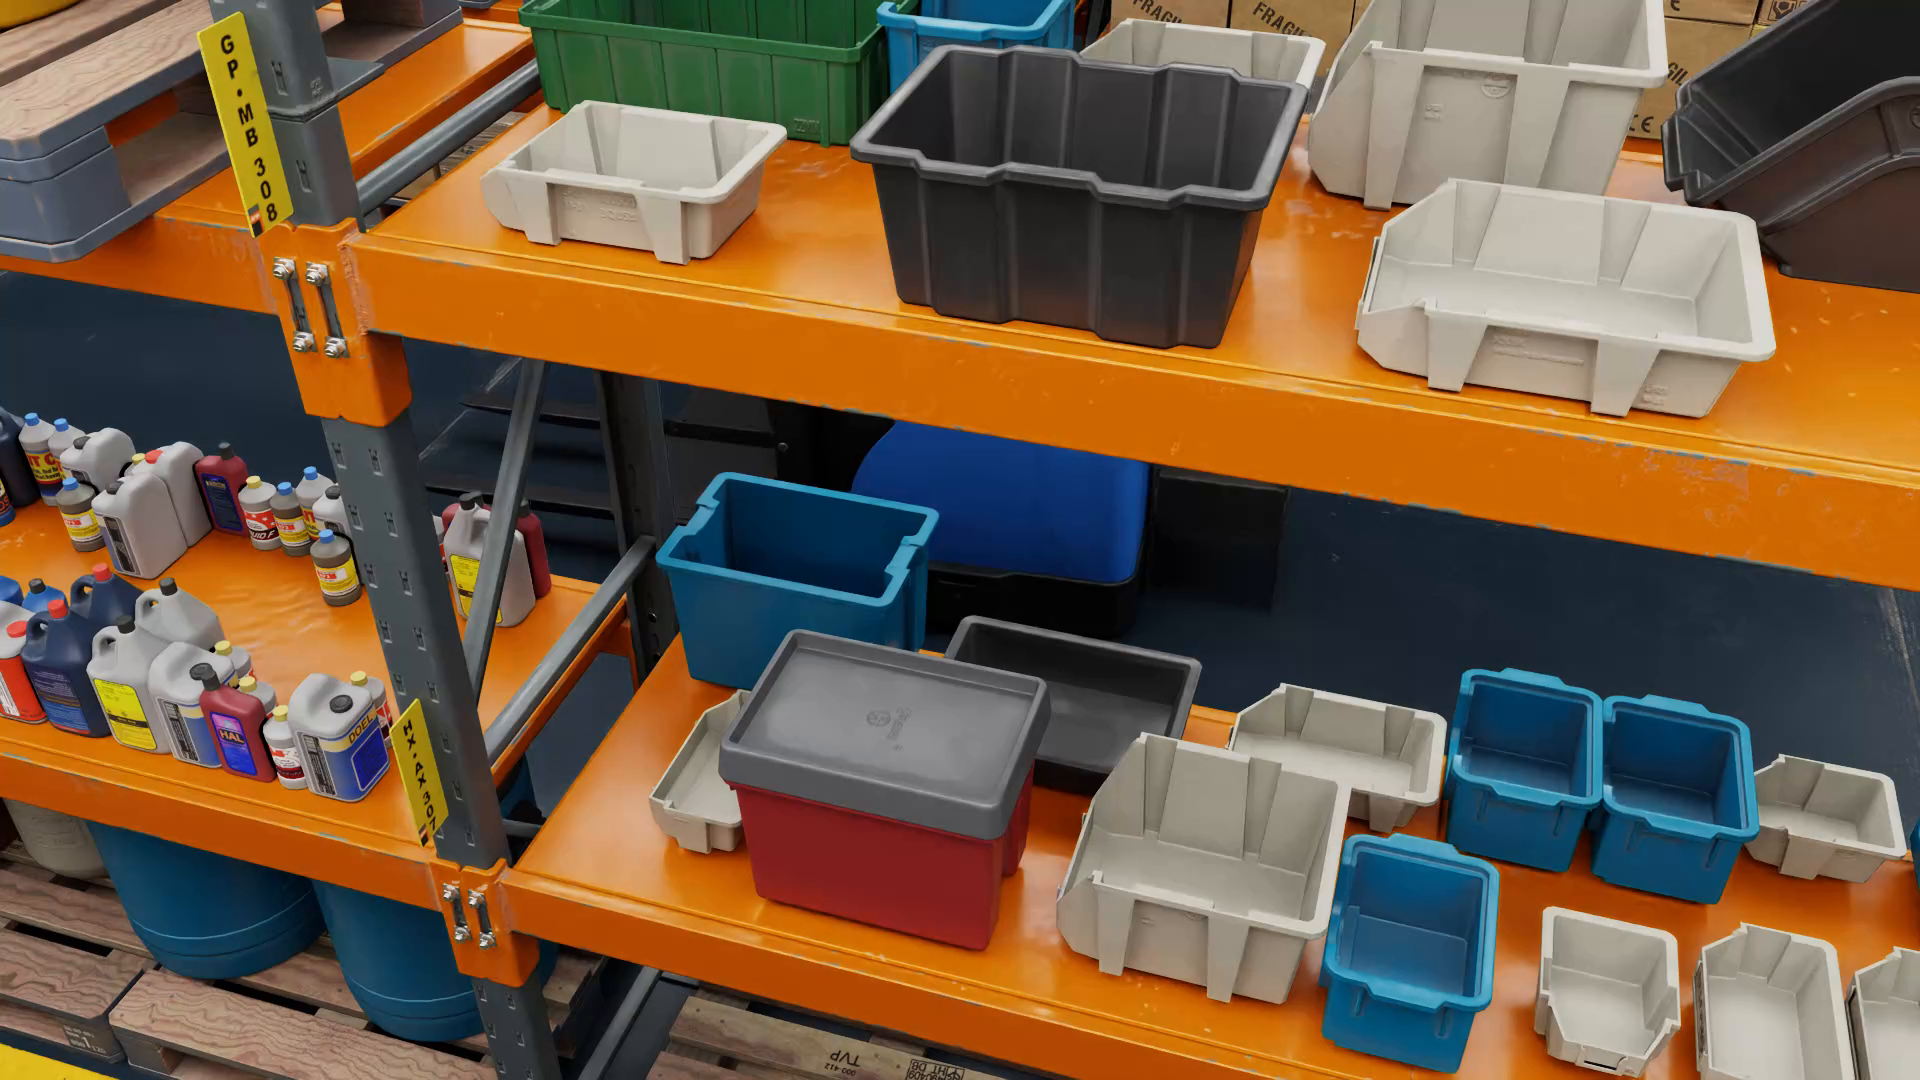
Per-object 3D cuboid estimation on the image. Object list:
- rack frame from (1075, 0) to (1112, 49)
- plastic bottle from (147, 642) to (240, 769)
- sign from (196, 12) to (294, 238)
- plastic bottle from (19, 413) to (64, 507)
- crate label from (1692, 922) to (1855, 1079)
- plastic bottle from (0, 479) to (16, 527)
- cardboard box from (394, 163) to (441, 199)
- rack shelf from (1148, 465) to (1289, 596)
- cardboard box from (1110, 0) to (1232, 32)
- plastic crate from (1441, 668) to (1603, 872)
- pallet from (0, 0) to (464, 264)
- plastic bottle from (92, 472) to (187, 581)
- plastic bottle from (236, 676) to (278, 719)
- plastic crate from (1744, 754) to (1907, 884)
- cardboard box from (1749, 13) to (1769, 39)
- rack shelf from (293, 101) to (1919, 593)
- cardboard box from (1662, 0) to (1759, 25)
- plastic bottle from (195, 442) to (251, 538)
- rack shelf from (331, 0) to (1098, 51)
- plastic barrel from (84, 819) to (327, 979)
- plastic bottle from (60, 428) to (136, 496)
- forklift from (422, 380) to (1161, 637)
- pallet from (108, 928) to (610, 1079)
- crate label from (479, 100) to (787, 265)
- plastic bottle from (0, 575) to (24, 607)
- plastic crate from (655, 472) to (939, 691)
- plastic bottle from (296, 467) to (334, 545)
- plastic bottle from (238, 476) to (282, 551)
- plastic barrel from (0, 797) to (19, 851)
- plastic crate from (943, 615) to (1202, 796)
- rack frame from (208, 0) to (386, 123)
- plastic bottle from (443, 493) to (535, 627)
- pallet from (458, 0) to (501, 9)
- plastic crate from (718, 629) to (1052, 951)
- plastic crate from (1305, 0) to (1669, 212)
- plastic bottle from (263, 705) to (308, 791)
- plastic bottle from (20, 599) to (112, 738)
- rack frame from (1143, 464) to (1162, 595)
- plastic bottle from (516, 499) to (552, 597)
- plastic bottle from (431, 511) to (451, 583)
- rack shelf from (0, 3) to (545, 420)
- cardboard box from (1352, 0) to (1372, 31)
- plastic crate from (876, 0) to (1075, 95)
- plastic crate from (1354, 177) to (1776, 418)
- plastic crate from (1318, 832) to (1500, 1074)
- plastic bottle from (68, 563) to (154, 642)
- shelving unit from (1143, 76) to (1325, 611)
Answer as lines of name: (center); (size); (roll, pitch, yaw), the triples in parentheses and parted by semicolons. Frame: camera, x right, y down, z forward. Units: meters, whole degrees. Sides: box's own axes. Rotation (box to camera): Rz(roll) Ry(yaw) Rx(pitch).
rack frame: (0.560, -2.530, 7.657); (0.127, 3.000, 1.000); (10, 38, 14)
plastic bottle: (-1.742, 0.371, 3.821); (0.135, 0.276, 0.152); (10, 38, 14)
sign: (-1.086, -0.629, 2.536); (0.005, 0.325, 0.100); (10, 38, 14)
plastic bottle: (-2.549, -0.231, 4.642); (0.097, 0.271, 0.097); (0, 36, 0)
crate label: (1.520, 0.925, 3.135); (0.243, 0.136, 0.396); (10, 38, 14)
plastic bottle: (-2.685, -0.167, 4.555); (0.097, 0.271, 0.097); (0, 36, 0)
cardboard box: (-2.909, -2.165, 8.899); (0.500, 0.500, 0.500); (12, 38, 16)
rack shelf: (1.001, -0.144, 6.378); (0.480, 0.518, 0.431); (7, 37, 10)
cardboard box: (0.965, -2.326, 7.295); (0.500, 0.500, 0.500); (11, 38, 15)
plastic crate: (1.217, 0.507, 3.622); (0.300, 0.233, 0.416); (10, 38, 14)
pallet: (-1.698, -0.943, 3.130); (1.003, 0.211, 1.213); (10, 38, 14)
plastic bottle: (-2.178, -0.053, 4.396); (0.135, 0.276, 0.152); (10, 38, 14)
plastic bottle: (-1.621, 0.402, 3.841); (0.097, 0.201, 0.097); (0, 36, 0)
plastic crate: (1.831, 0.608, 3.566); (0.298, 0.136, 0.250); (10, 38, 14)
cardboard box: (3.373, -1.878, 6.687); (0.500, 0.500, 0.500); (11, 38, 14)
rack shelf: (0.988, -0.293, 2.694); (4.000, 0.370, 1.077); (10, 38, 14)
cardboard box: (2.892, -2.367, 6.507); (0.500, 0.500, 0.500); (11, 38, 15)
plastic bottle: (-1.991, -0.144, 4.514); (0.133, 0.283, 0.061); (10, 38, 14)
rack shelf: (-1.349, -2.594, 8.350); (4.000, 0.370, 1.077); (10, 38, 14)
plastic barrel: (-2.111, 0.717, 4.661); (0.708, 0.901, 0.600); (10, 38, 14)
plastic bottle: (-2.354, -0.180, 4.569); (0.135, 0.276, 0.152); (10, 38, 14)
forklift: (-0.743, -1.247, 5.972); (3.031, 2.935, 1.130); (7, 37, 10)
pallet: (-1.645, 1.235, 4.894); (1.213, 0.211, 1.003); (10, 38, 14)
crate label: (-0.540, -0.580, 2.699); (0.466, 0.136, 0.293); (10, 38, 14)
plastic bottle: (-2.332, 0.186, 4.076); (0.097, 0.271, 0.097); (0, 36, 0)
plastic crate: (-0.373, 0.144, 3.987); (0.575, 0.384, 0.392); (10, 38, 14)
plastic bottle: (-1.701, -0.074, 4.429); (0.097, 0.271, 0.097); (0, 36, 0)
plastic bottle: (-1.886, -0.080, 4.496); (0.097, 0.201, 0.097); (0, 36, 0)
plastic barrel: (-3.189, 0.644, 5.025); (0.708, 0.588, 0.600); (10, 38, 14)
plastic crate: (0.228, 0.404, 3.851); (0.590, 0.125, 0.437); (10, 38, 14)
rack frame: (-0.921, -2.144, 2.072); (0.127, 3.000, 1.000); (10, 38, 14)
plastic bottle: (-1.199, 0.039, 4.208); (0.185, 0.351, 0.144); (10, 38, 14)
pallet: (-2.590, -3.080, 8.565); (1.003, 0.211, 1.213); (10, 38, 14)
plastic crate: (-0.143, 0.522, 3.406); (0.583, 0.464, 0.402); (10, 38, 14)
plastic crate: (0.874, -0.748, 2.805); (0.530, 0.282, 0.437); (10, 38, 14)
plastic bottle: (-1.512, 0.460, 3.762); (0.097, 0.201, 0.097); (0, 36, 0)
plastic bottle: (-2.072, 0.282, 3.878); (0.185, 0.351, 0.144); (10, 38, 14)
rack frame: (0.763, -0.749, 5.997); (0.015, 2.100, 0.400); (7, 37, 10)
plastic bottle: (-1.143, 0.013, 4.301); (0.133, 0.283, 0.061); (10, 38, 14)
plastic bottle: (-1.386, 0.012, 4.371); (0.097, 0.201, 0.097); (0, 36, 0)
rack shelf: (-2.830, -1.000, 3.654); (4.000, 0.370, 1.077); (10, 38, 14)
cardboard box: (1.932, -2.148, 7.053); (0.500, 0.500, 0.500); (10, 38, 14)
plastic crate: (0.044, -0.888, 3.037); (0.300, 0.233, 0.416); (10, 38, 14)
plastic crate: (0.851, -0.348, 2.384); (0.530, 0.136, 0.437); (10, 38, 14)
plastic crate: (0.861, 0.804, 3.217); (0.300, 0.233, 0.416); (10, 38, 14)
plastic bottle: (-2.029, 0.200, 3.989); (0.185, 0.351, 0.144); (10, 38, 14)
shelving unit: (1.001, -0.719, 5.955); (0.503, 2.100, 0.431); (7, 37, 10)
